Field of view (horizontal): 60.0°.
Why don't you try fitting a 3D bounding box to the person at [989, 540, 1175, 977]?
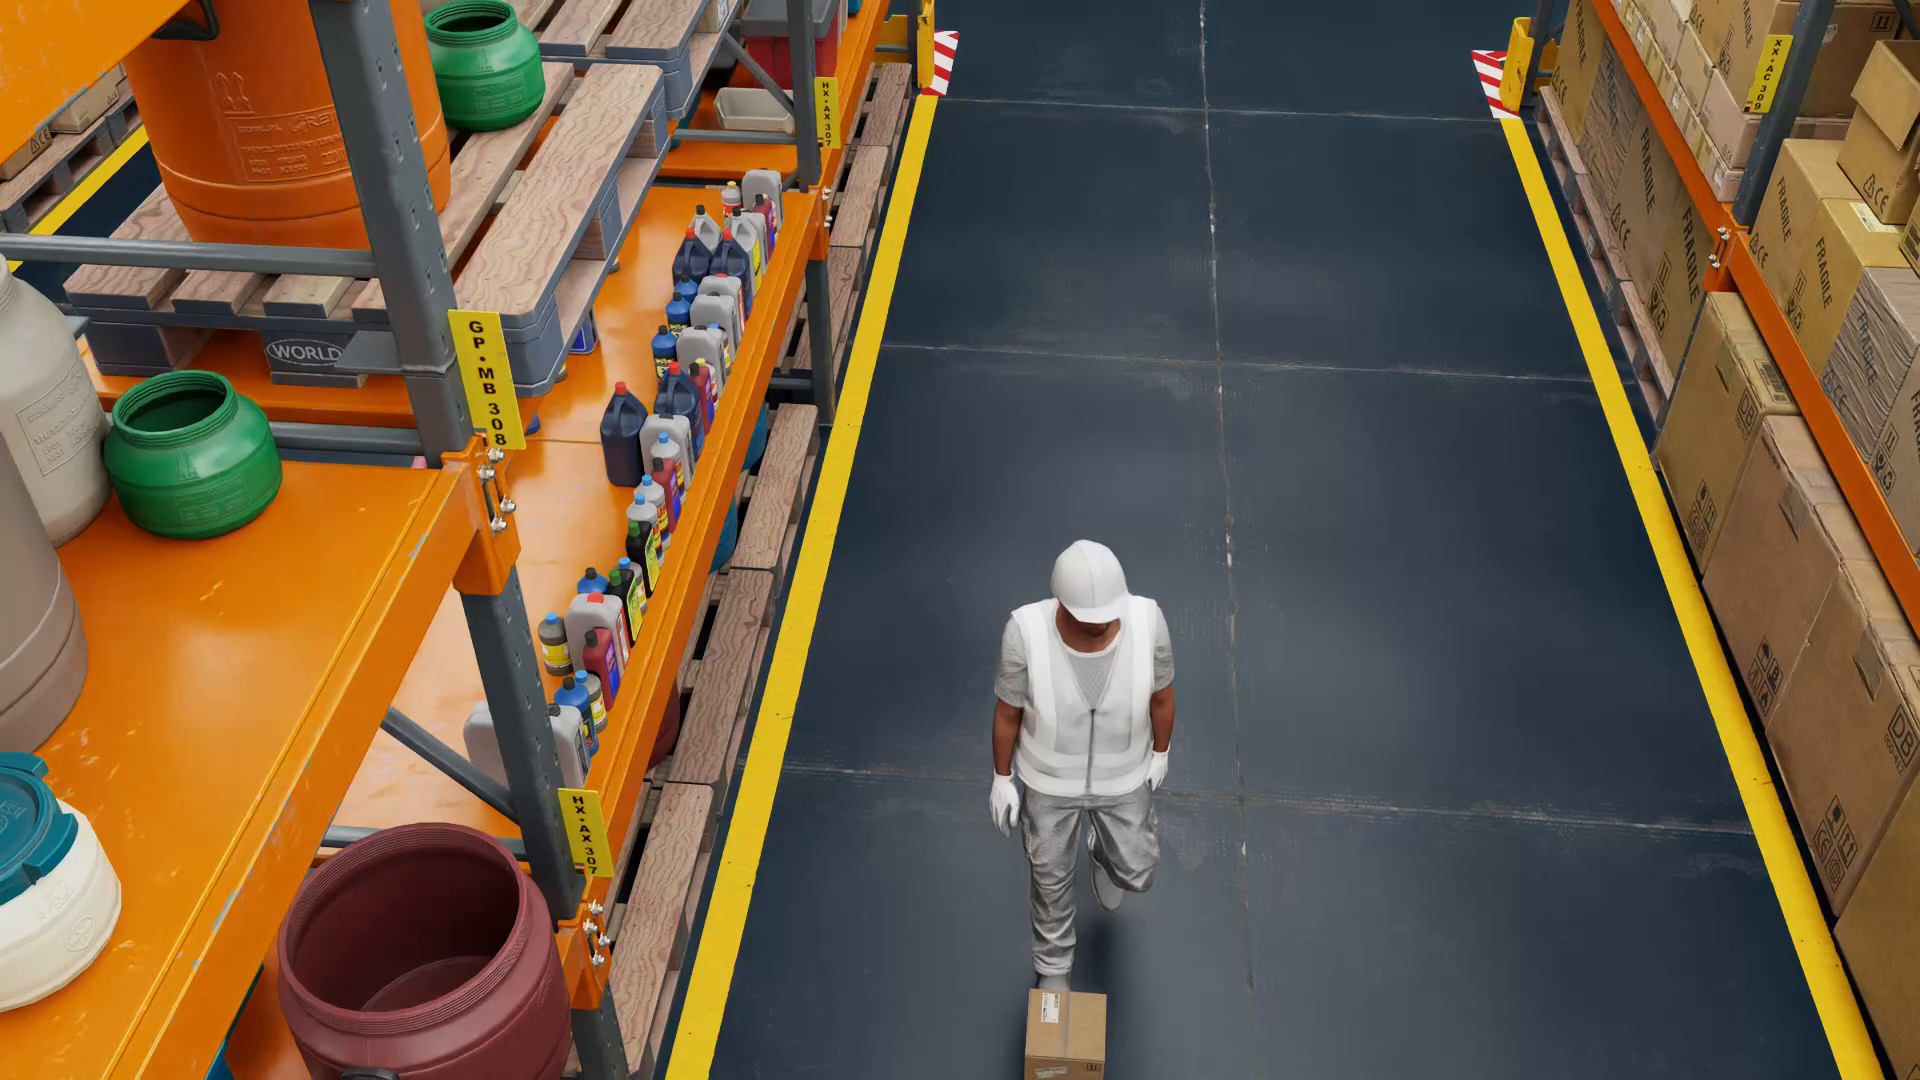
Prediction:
[{"bbox_3d":[0.379,0.684,5.251,0.581,1.722,0.498,-2,40,-2],"label":"person"}]
